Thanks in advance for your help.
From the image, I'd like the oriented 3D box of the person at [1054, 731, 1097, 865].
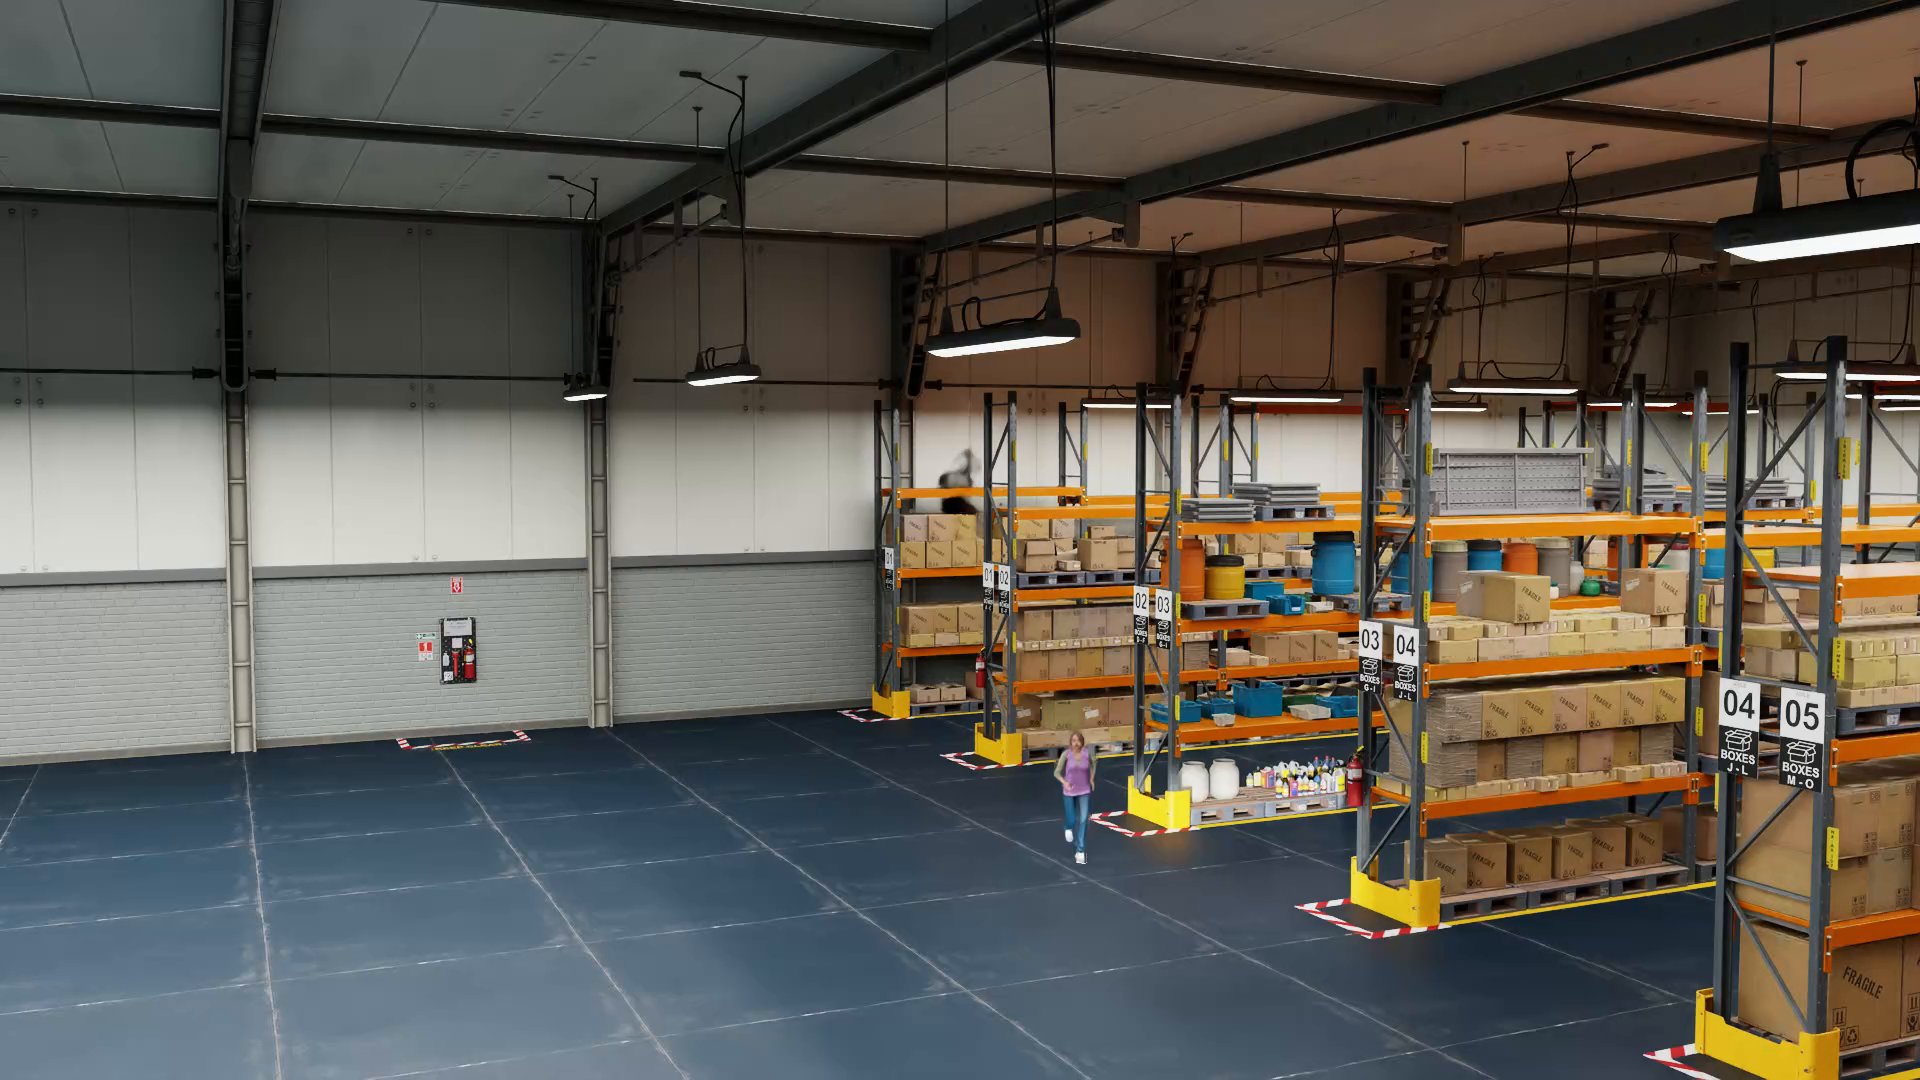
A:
[{"bbox_3d":[1.449,3.172,20.736,0.549,1.588,0.849,0,3,-5],"label":"person"}]
